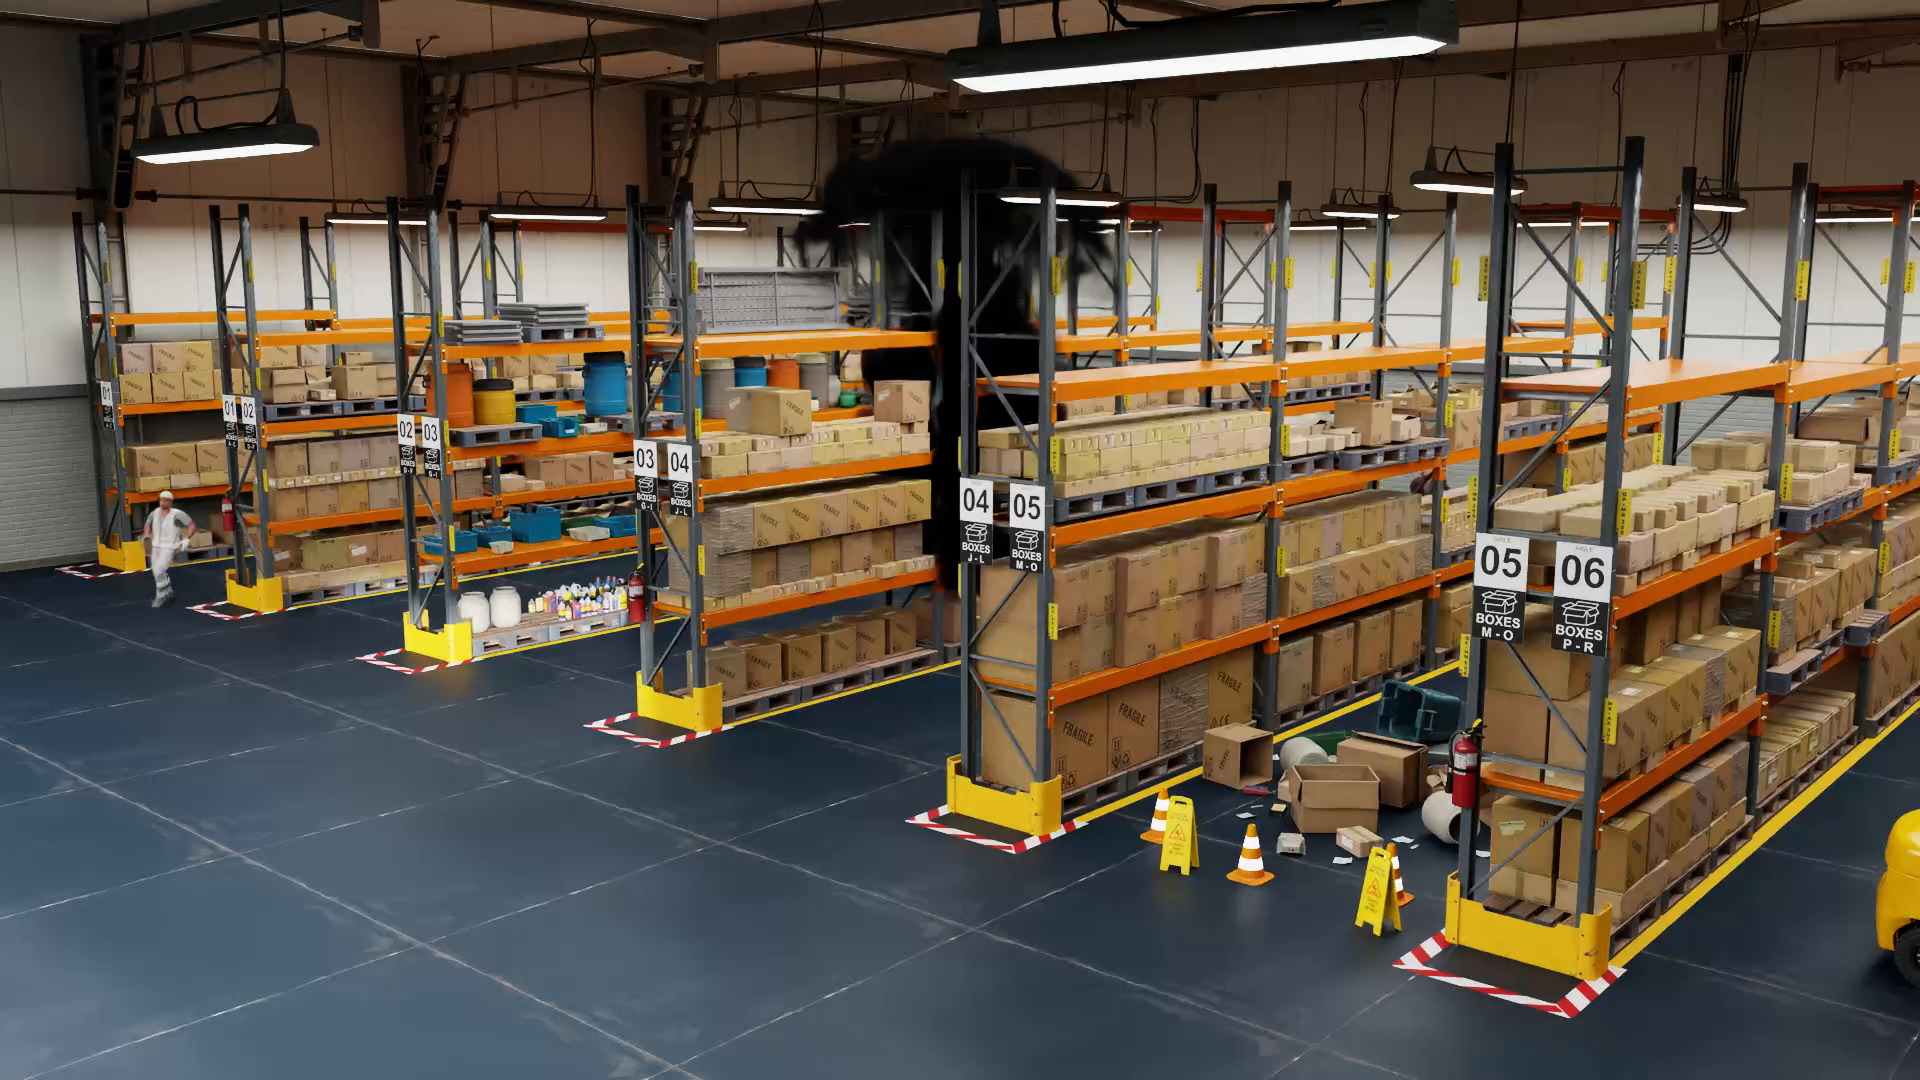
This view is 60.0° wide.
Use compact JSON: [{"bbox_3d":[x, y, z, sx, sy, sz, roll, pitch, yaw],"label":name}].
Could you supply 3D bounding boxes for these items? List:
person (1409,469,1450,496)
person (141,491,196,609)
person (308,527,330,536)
[{"bbox_3d":[8.244,-0.511,29.260,0.718,1.697,0.661,4,10,21],"label":"person"},{"bbox_3d":[-12.027,0.137,25.185,0.700,1.784,0.678,2,10,12],"label":"person"},{"bbox_3d":[-10.620,-0.323,27.720,0.673,1.777,0.872,7,12,35],"label":"person"}]
